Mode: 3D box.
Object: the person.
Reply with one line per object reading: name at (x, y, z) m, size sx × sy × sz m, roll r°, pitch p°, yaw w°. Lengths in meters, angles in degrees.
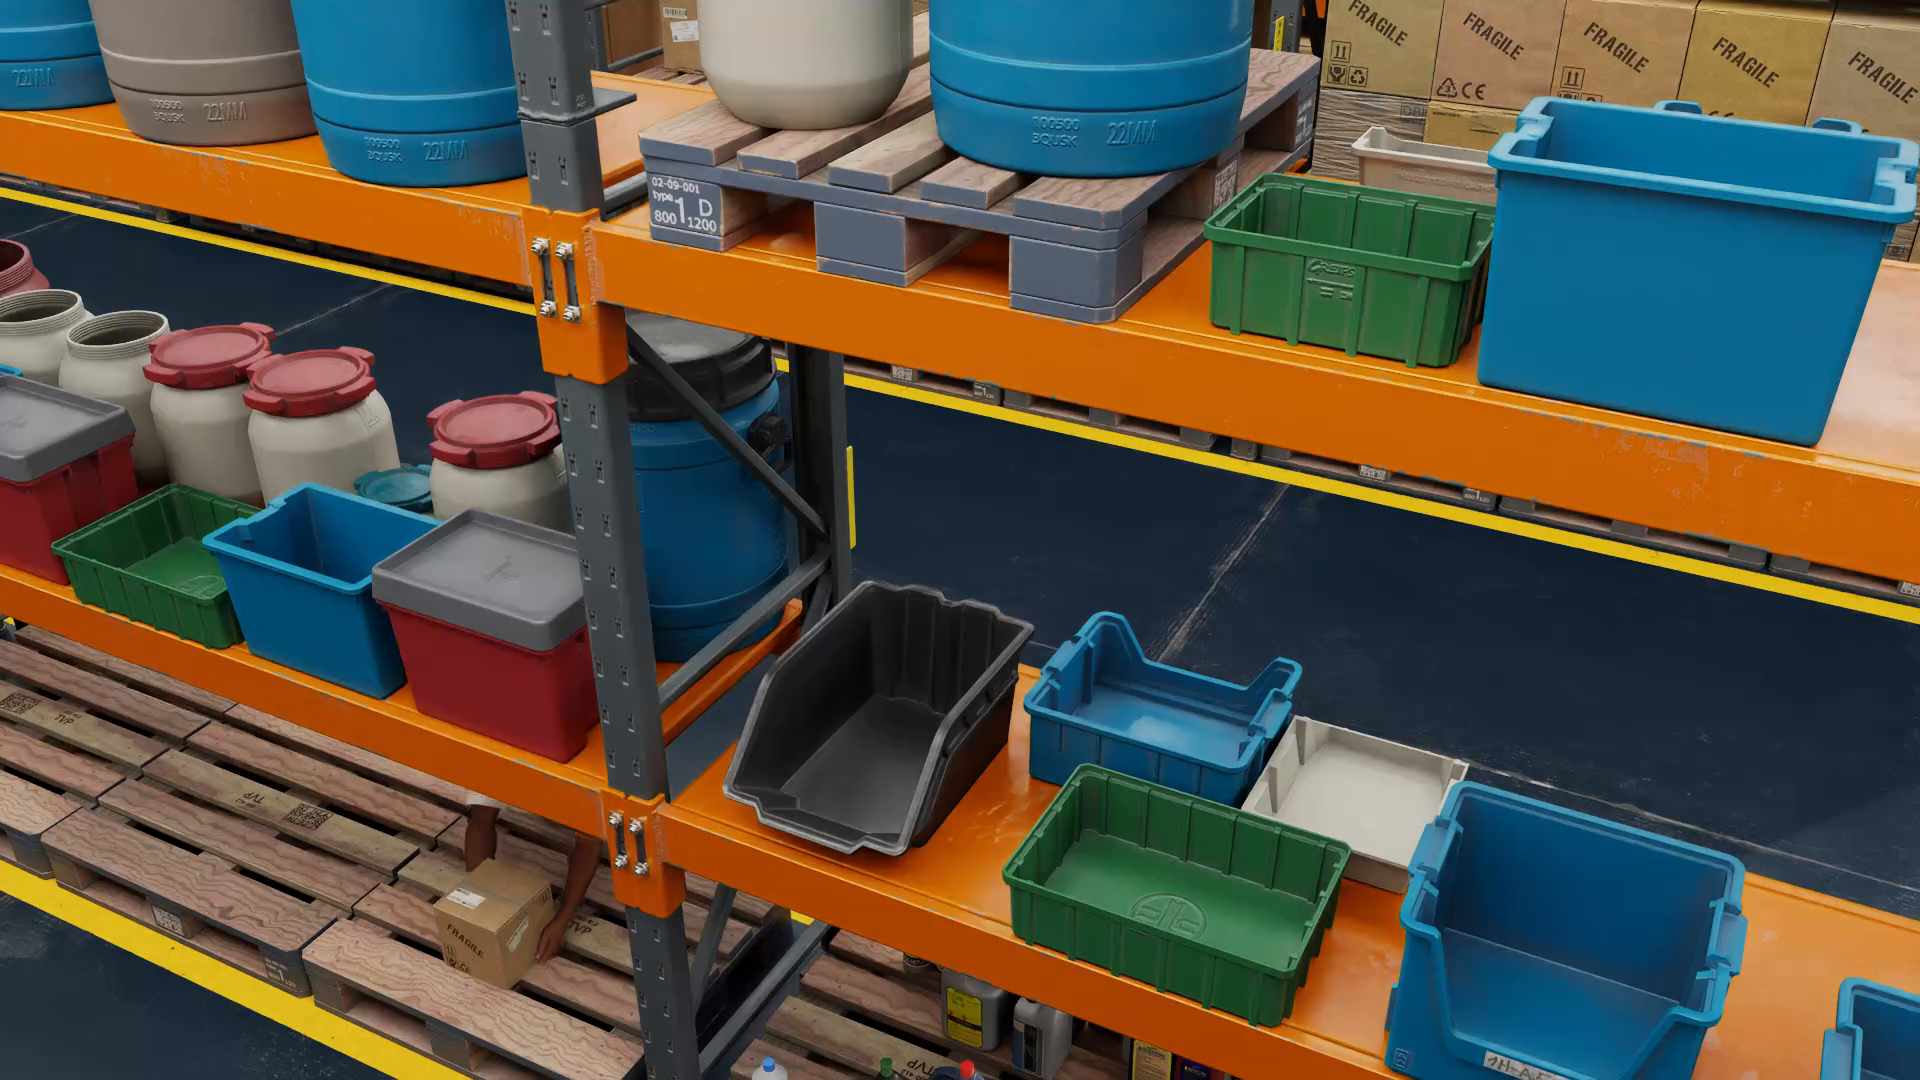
person at (-1.333, 0.850, 5.561) m, size 0.534 × 0.840 × 1.181 m, roll 6°, pitch 30°, yaw 10°
